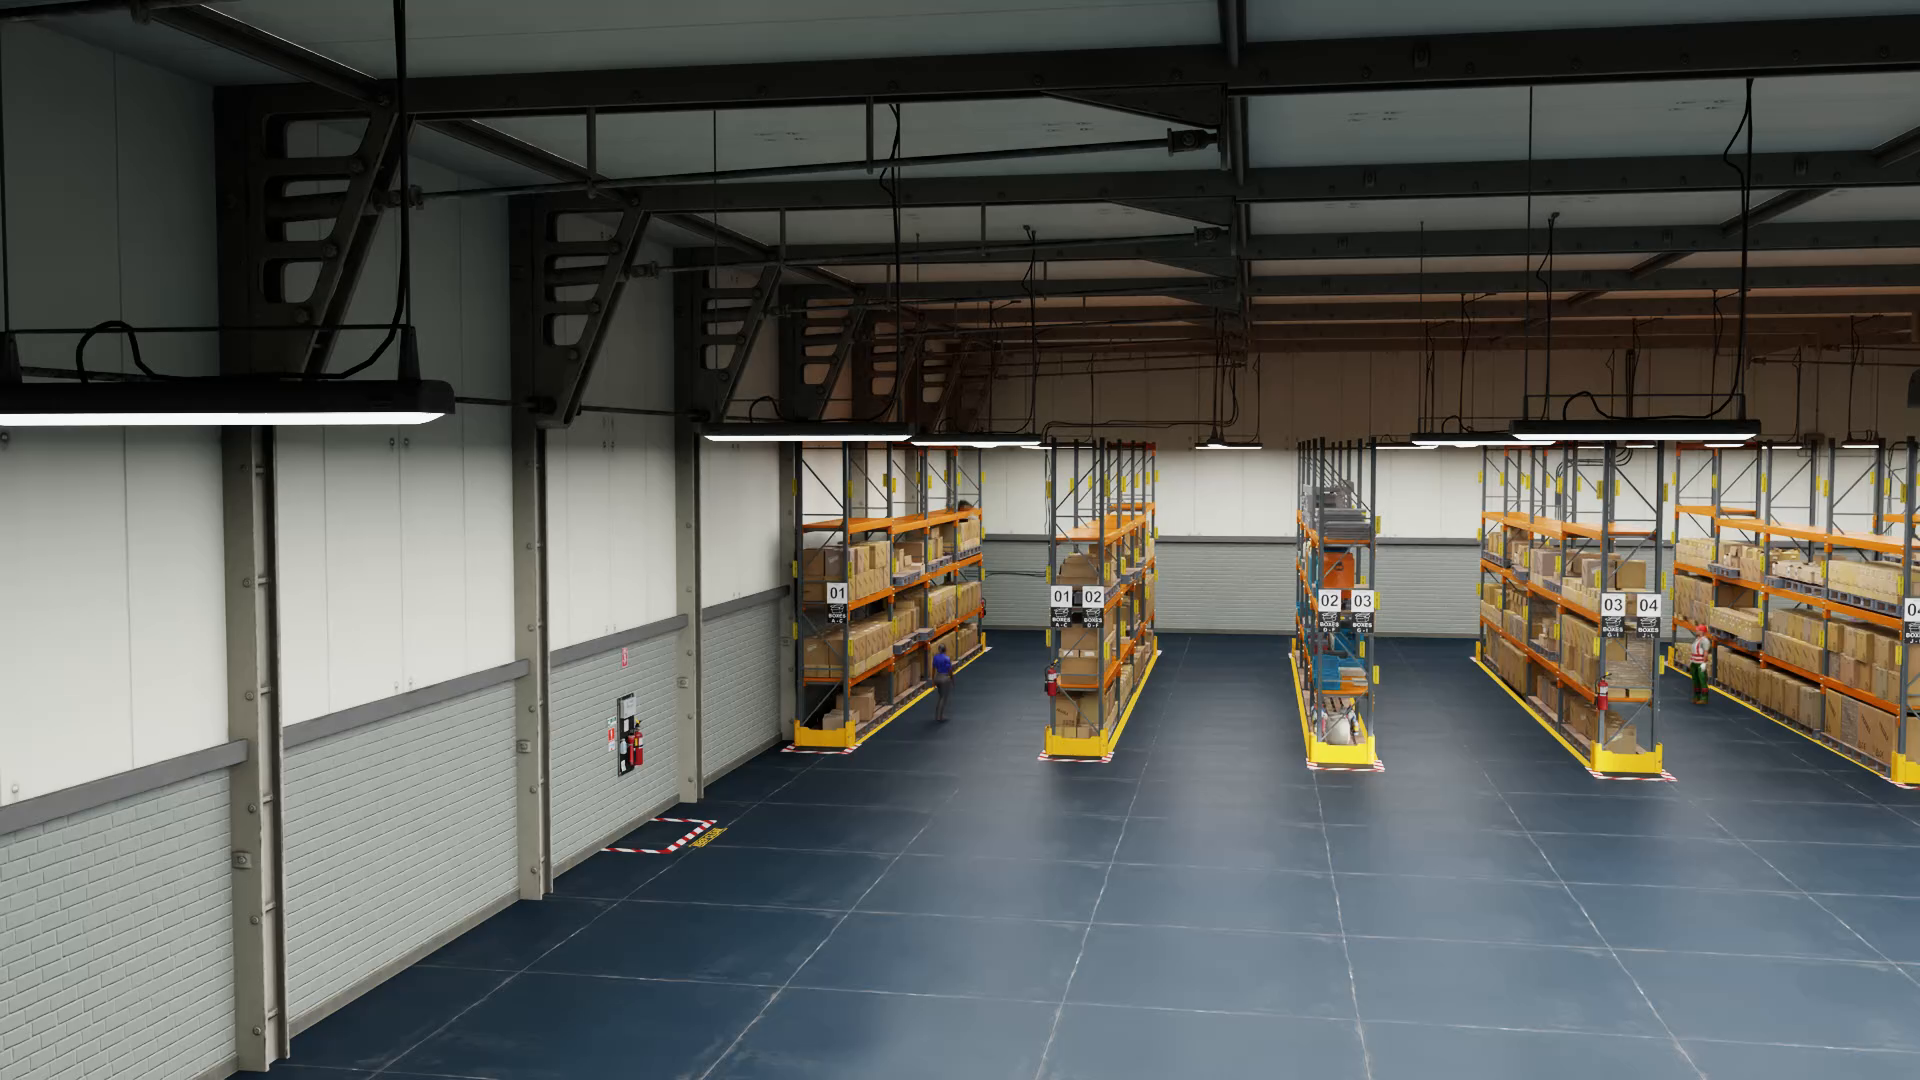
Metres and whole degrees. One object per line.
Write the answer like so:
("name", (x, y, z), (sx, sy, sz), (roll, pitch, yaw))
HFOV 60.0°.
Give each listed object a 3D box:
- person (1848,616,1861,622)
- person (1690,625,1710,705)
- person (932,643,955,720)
("person", (24.324, 2.548, 45.087), (0.662, 1.553, 0.481), (1, 3, 16))
("person", (16.833, 2.824, 37.915), (0.479, 1.788, 0.565), (-1, 3, -17))
("person", (-0.334, 3.033, 35.395), (0.462, 1.677, 0.449), (-3, 4, -45))
